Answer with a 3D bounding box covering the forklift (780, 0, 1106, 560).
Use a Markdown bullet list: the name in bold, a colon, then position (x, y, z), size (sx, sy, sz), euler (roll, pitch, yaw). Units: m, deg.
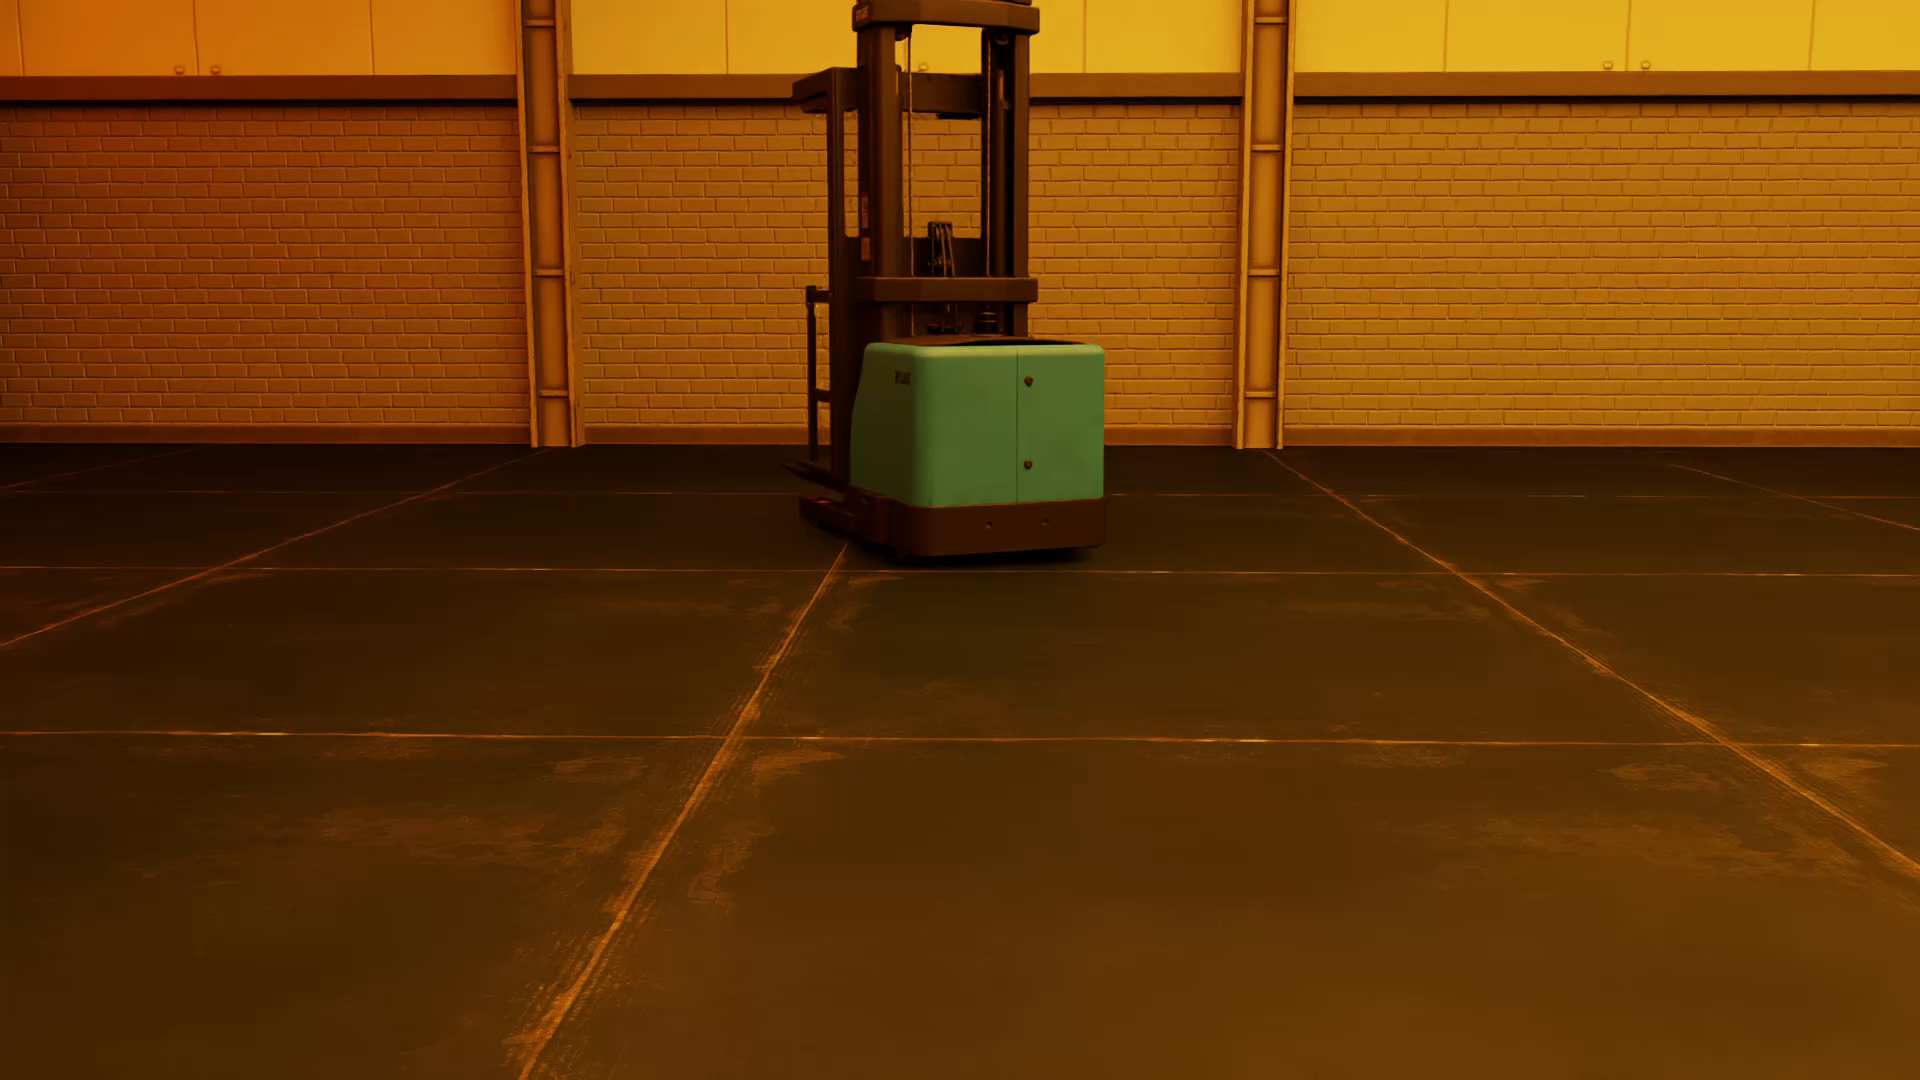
- **forklift**: position (-0.286, -1.534, 9.340), size (1.130, 2.935, 3.031), euler (-3, 9, -22)
